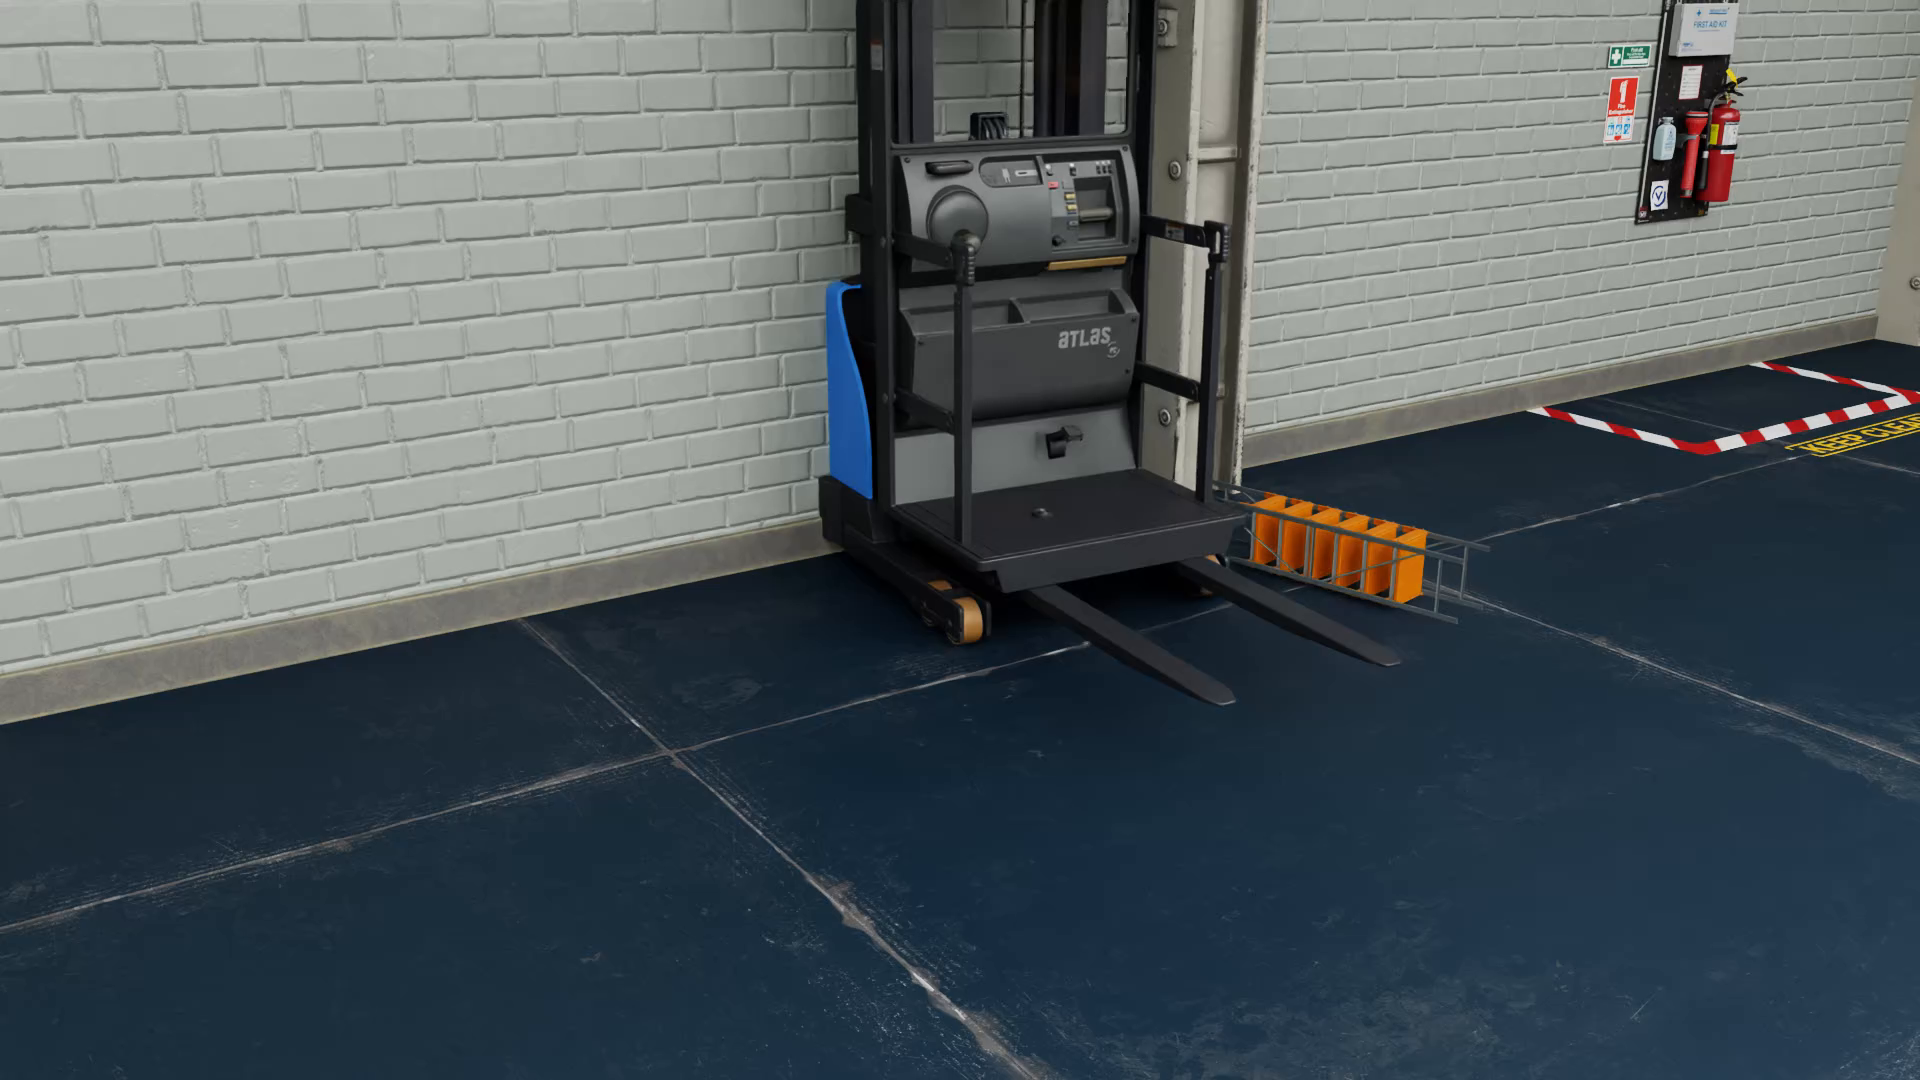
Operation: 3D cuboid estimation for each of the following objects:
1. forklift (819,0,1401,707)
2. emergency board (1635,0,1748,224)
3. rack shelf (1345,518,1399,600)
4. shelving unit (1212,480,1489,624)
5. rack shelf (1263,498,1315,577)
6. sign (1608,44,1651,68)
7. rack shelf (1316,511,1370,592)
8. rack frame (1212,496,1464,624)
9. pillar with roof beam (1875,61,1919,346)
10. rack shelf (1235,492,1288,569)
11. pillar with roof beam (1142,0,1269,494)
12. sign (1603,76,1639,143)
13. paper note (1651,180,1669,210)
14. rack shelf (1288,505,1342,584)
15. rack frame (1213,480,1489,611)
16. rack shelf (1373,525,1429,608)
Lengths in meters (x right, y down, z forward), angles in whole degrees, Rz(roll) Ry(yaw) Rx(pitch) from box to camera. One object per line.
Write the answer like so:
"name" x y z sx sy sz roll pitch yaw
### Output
"forklift" 0.323 -1.192 5.693 1.130 2.935 3.031 -10 21 -26
"emergency board" 3.926 -2.272 8.781 0.643 1.169 0.194 -12 22 -31
"rack shelf" 1.505 0.069 6.083 0.103 0.258 0.180 17 25 41
"shelving unit" 1.364 0.025 6.212 1.200 0.258 0.189 17 25 41
"rack shelf" 1.246 -0.012 6.320 0.103 0.258 0.180 17 25 41
"sign" 3.416 -2.468 8.479 0.331 0.109 0.001 -12 22 -31
"rack shelf" 1.418 0.042 6.162 0.103 0.258 0.180 17 25 41
"rack frame" 1.301 0.046 6.150 1.200 0.240 0.006 17 25 41
"pillar with roof beam" 8.379 -4.387 5.671 0.400 9.000 9.100 -12 22 -31
"rack shelf" 1.160 -0.039 6.399 0.103 0.258 0.180 17 25 41
"pillar with roof beam" 3.367 -3.330 2.545 0.400 9.000 9.100 -12 22 -31
"sign" 3.407 -2.219 8.568 0.234 0.329 0.001 -12 22 -31
"paper note" 3.740 -1.842 8.884 0.142 0.148 0.016 -12 22 -31
"rack shelf" 1.332 0.015 6.241 0.103 0.258 0.180 17 25 41
"rack frame" 1.428 0.004 6.274 1.200 0.240 0.006 17 25 41
"rack shelf" 1.591 0.095 6.004 0.103 0.258 0.180 17 25 41
